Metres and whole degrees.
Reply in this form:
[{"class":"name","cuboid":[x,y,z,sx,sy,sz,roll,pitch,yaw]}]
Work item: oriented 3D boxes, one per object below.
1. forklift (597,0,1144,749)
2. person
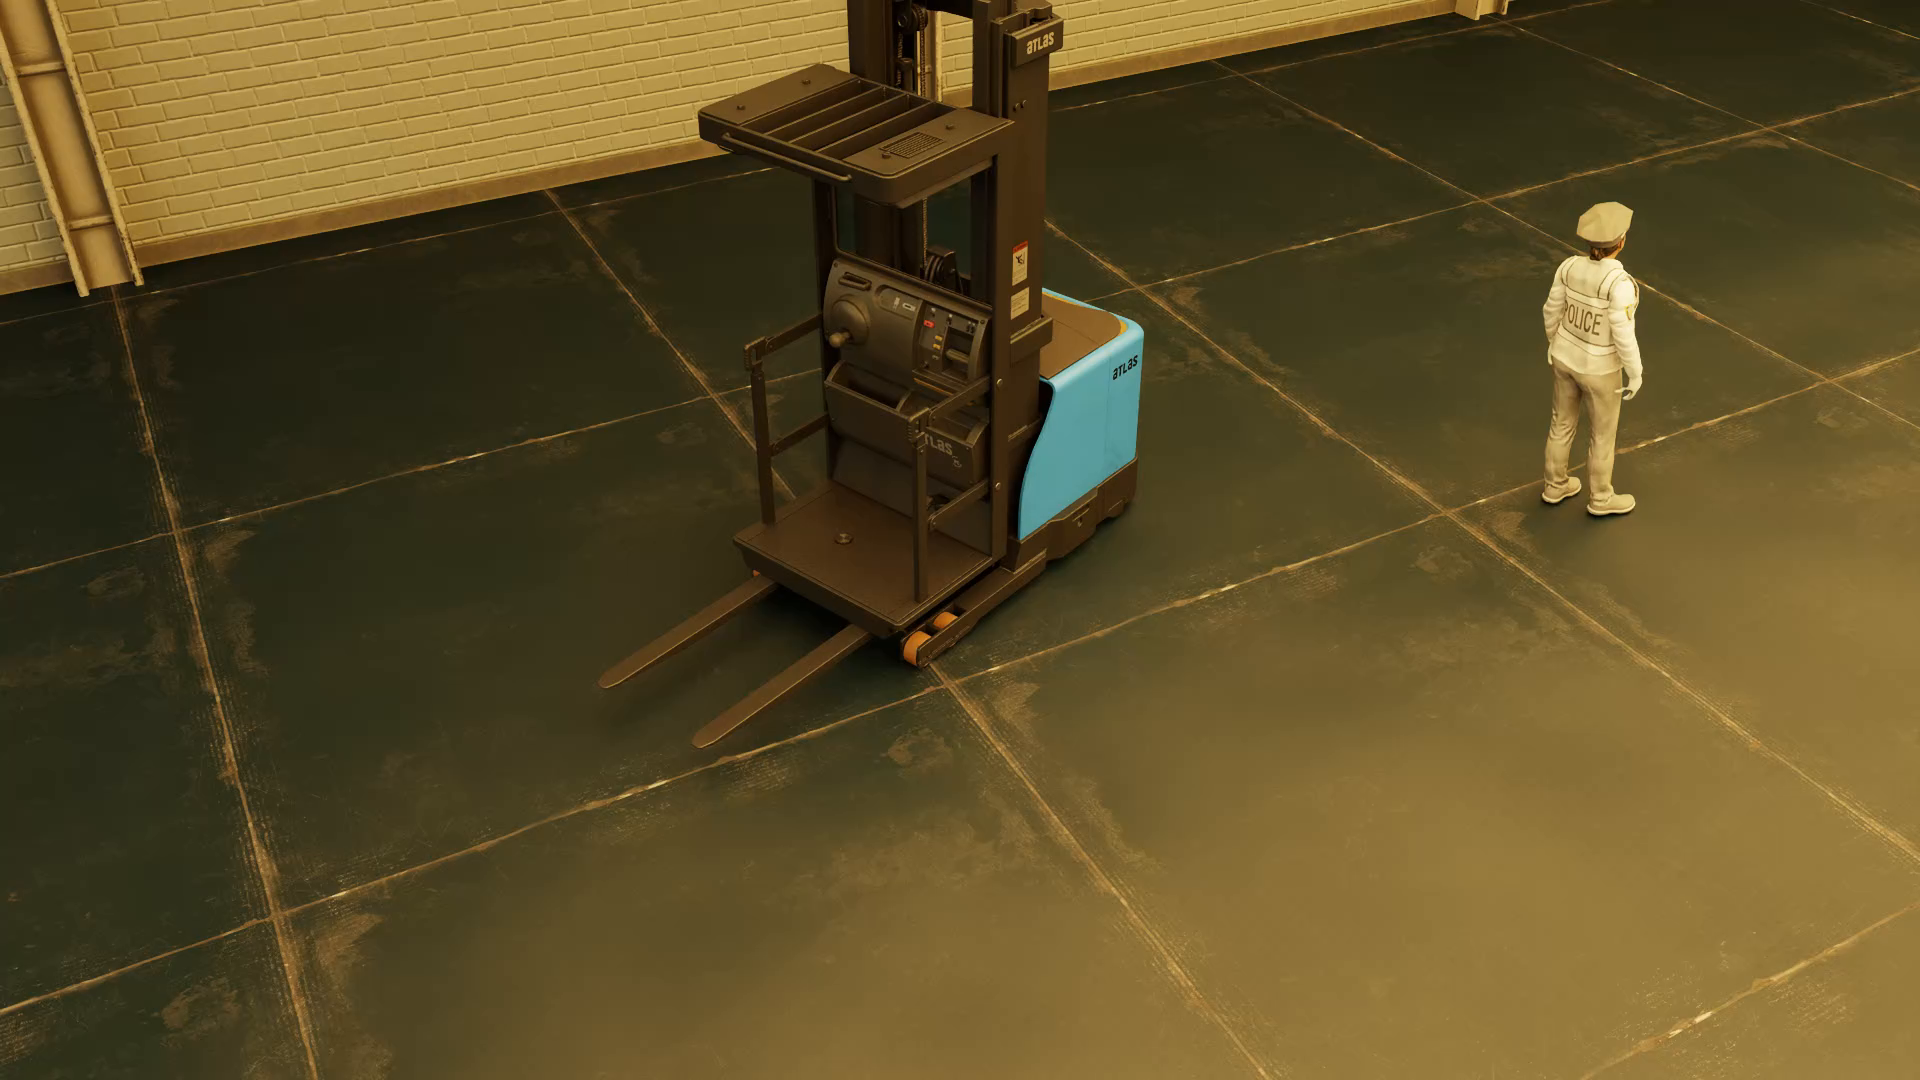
[{"class":"forklift","cuboid":[-0.390,-0.927,7.434,1.130,2.935,3.031,26,43,31]},{"class":"person","cuboid":[3.252,-0.925,8.489,0.534,1.696,0.587,-20,40,-26]}]
